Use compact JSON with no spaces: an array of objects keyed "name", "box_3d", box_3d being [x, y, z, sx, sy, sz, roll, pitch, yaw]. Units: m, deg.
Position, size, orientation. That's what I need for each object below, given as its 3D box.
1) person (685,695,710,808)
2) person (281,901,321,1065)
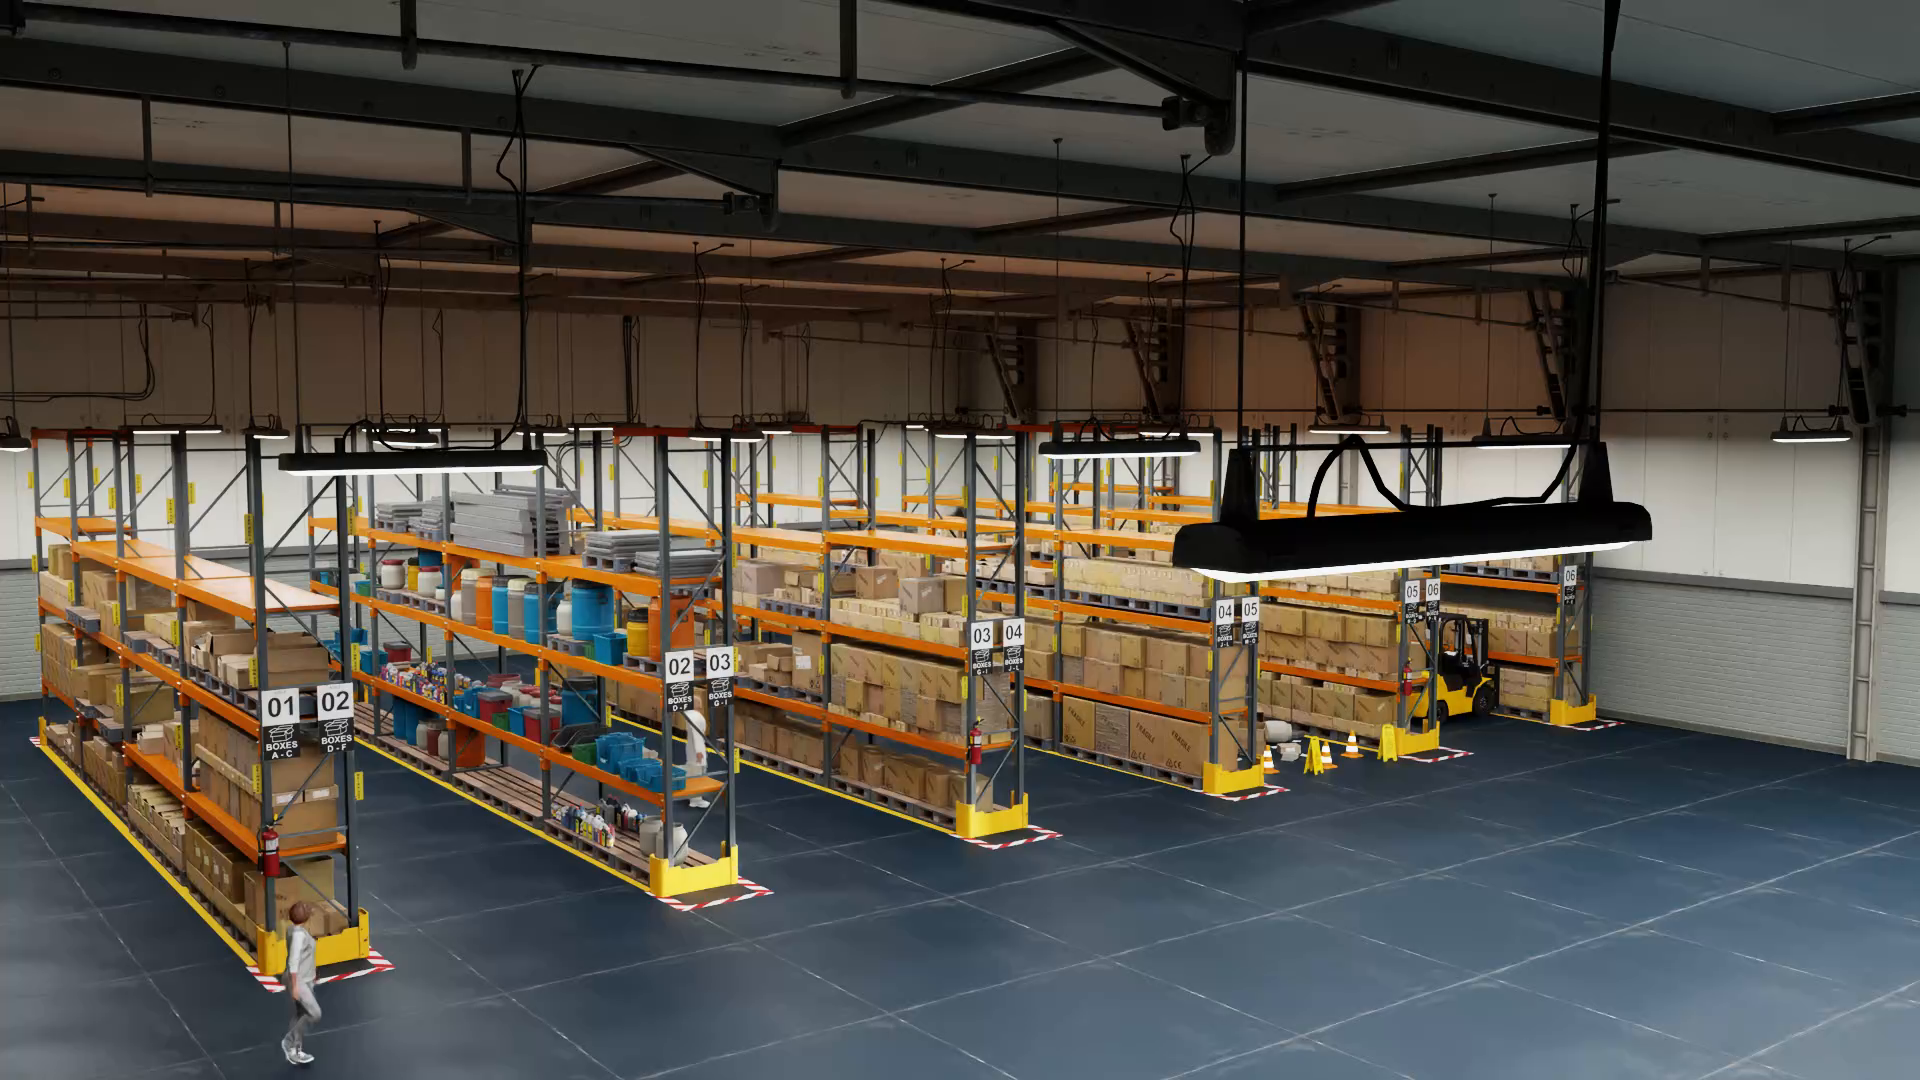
[{"name":"person","box_3d":[-4.212,3.377,26.556,0.475,1.812,0.685,-1,5,-14]},{"name":"person","box_3d":[-6.338,4.264,16.031,0.435,1.593,0.498,0,4,1]}]
